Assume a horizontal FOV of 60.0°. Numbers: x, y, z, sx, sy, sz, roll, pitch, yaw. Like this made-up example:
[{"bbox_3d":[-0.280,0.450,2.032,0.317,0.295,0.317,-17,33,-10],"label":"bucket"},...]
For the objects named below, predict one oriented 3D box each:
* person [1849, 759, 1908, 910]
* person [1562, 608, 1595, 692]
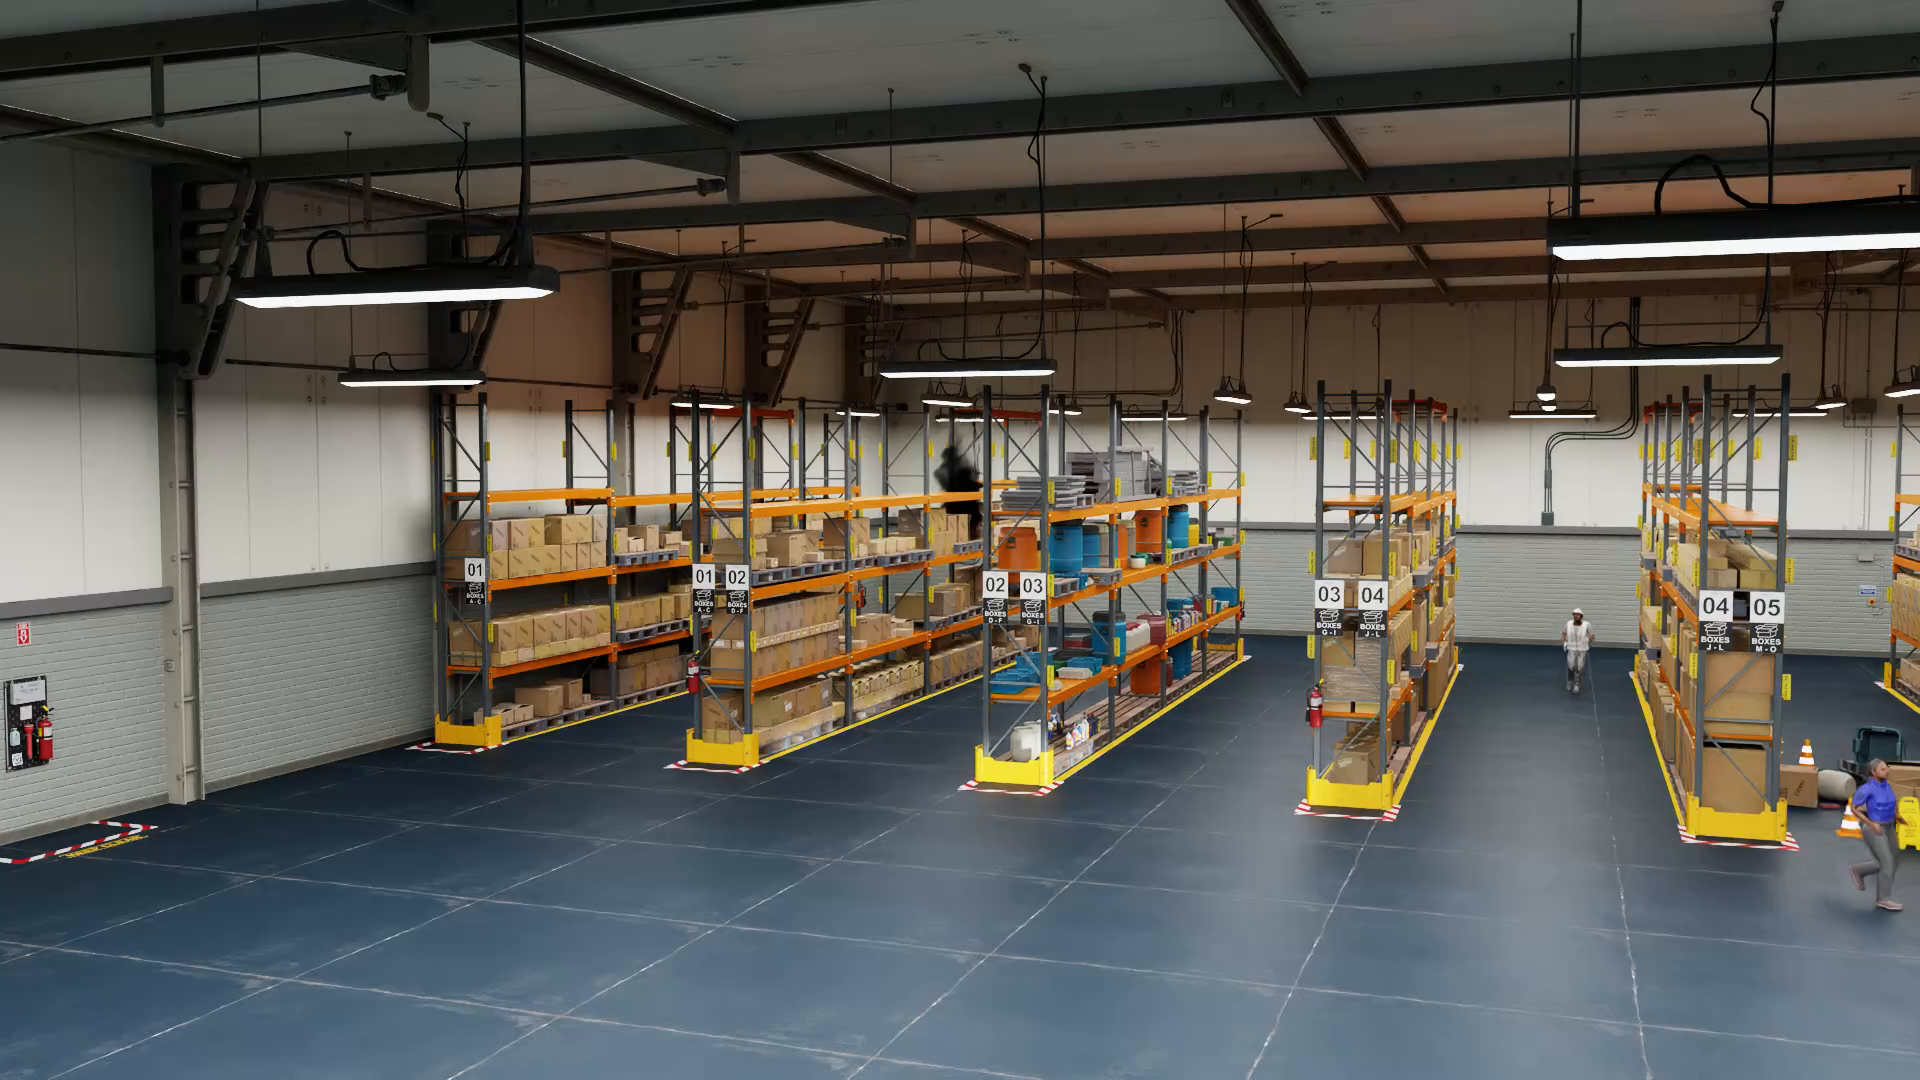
[{"bbox_3d":[10.094,3.218,18.336,0.580,1.607,0.681,-1,3,-26],"label":"person"},{"bbox_3d":[12.761,2.288,34.357,0.657,1.749,0.631,1,3,25],"label":"person"}]
